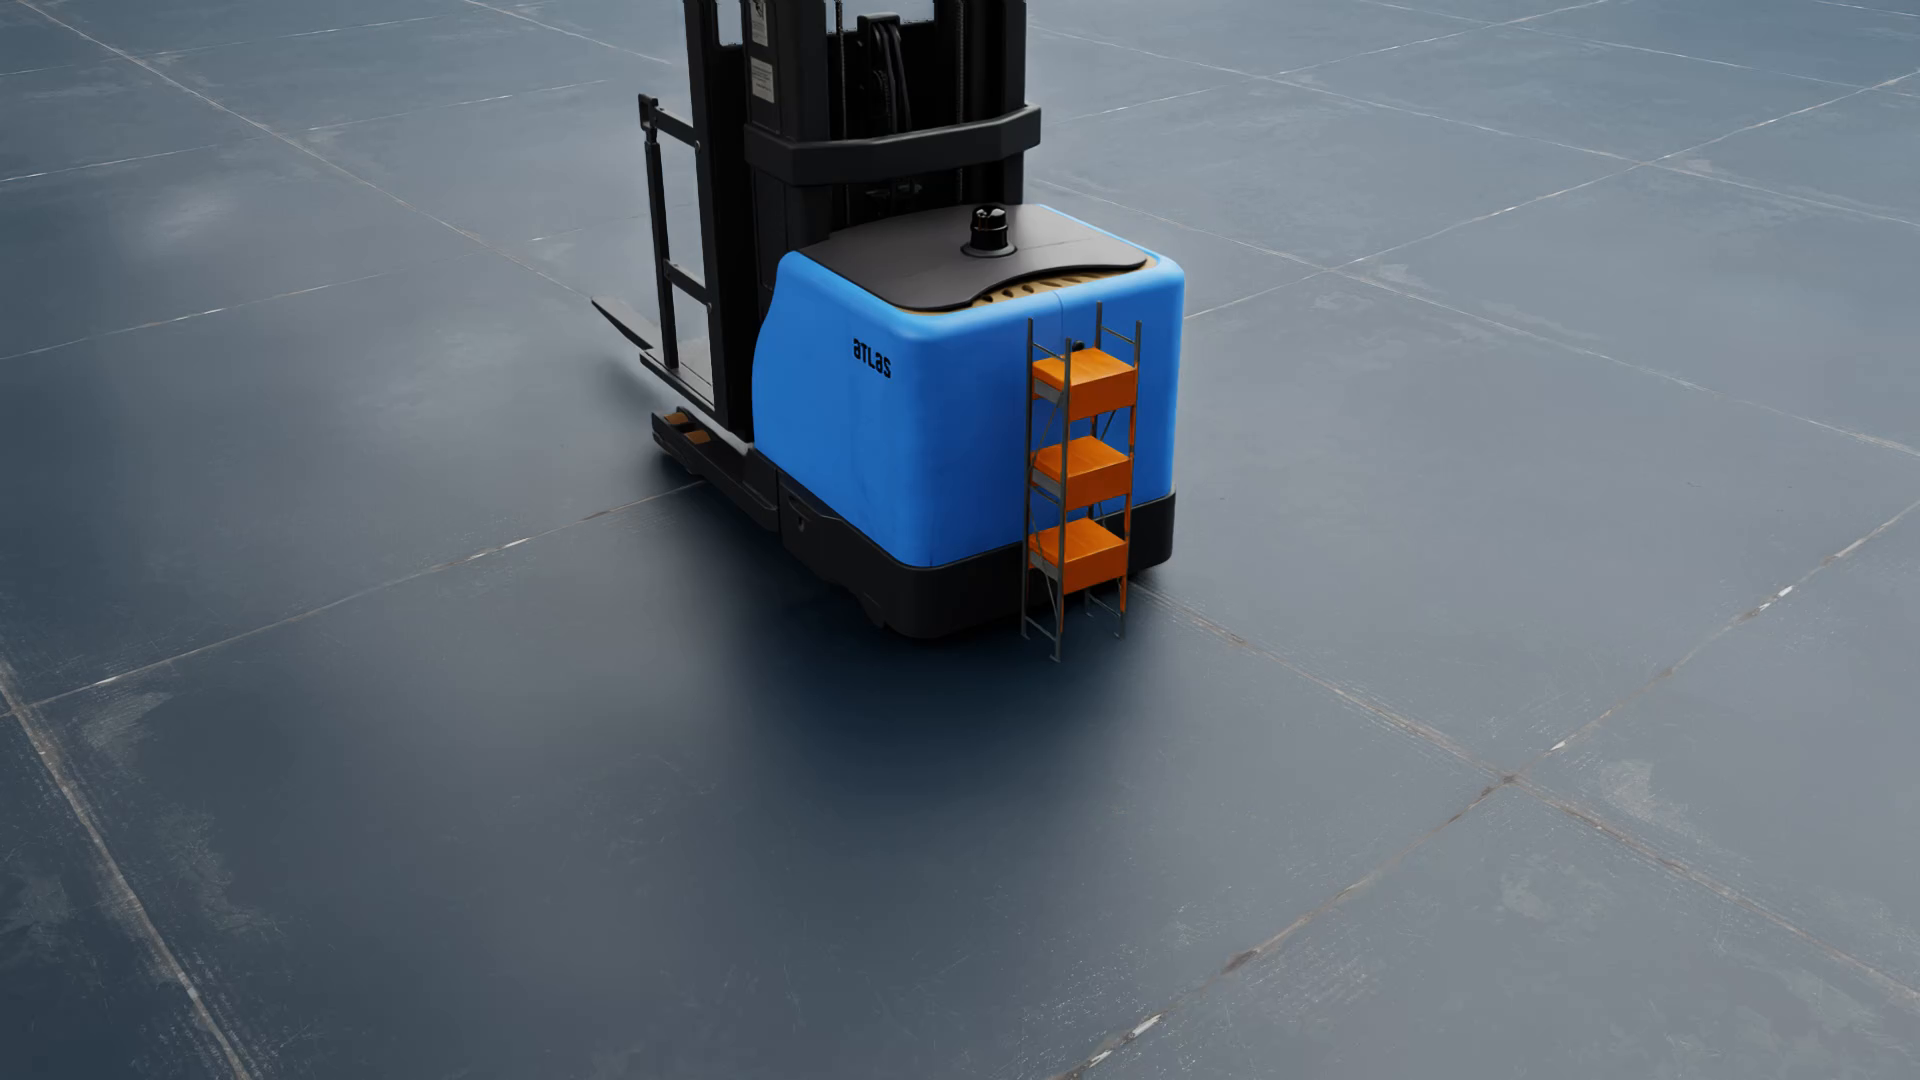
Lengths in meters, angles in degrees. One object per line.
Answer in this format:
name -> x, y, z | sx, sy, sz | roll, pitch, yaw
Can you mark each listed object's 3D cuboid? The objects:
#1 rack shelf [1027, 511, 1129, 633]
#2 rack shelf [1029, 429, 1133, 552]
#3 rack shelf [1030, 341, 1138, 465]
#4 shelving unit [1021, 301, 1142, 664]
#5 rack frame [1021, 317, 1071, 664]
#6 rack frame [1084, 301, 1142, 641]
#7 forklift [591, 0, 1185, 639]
rack shelf -> 0.350, 0.096, 5.069 | 0.240, 0.259, 0.215 | -17, 32, -28
rack shelf -> 0.351, -0.149, 4.938 | 0.240, 0.259, 0.215 | -17, 32, -28
rack shelf -> 0.351, -0.399, 4.804 | 0.240, 0.259, 0.215 | -17, 32, -28
shelving unit -> 0.351, -0.159, 4.933 | 0.252, 1.050, 0.215 | -17, 32, -28
rack frame -> 0.248, -0.127, 4.874 | 0.008, 1.050, 0.200 | -17, 32, -28
rack frame -> 0.453, -0.190, 4.991 | 0.008, 1.050, 0.200 | -17, 32, -28
forklift -> -0.515, -1.644, 5.716 | 1.130, 2.935, 3.031 | -17, 32, -28
